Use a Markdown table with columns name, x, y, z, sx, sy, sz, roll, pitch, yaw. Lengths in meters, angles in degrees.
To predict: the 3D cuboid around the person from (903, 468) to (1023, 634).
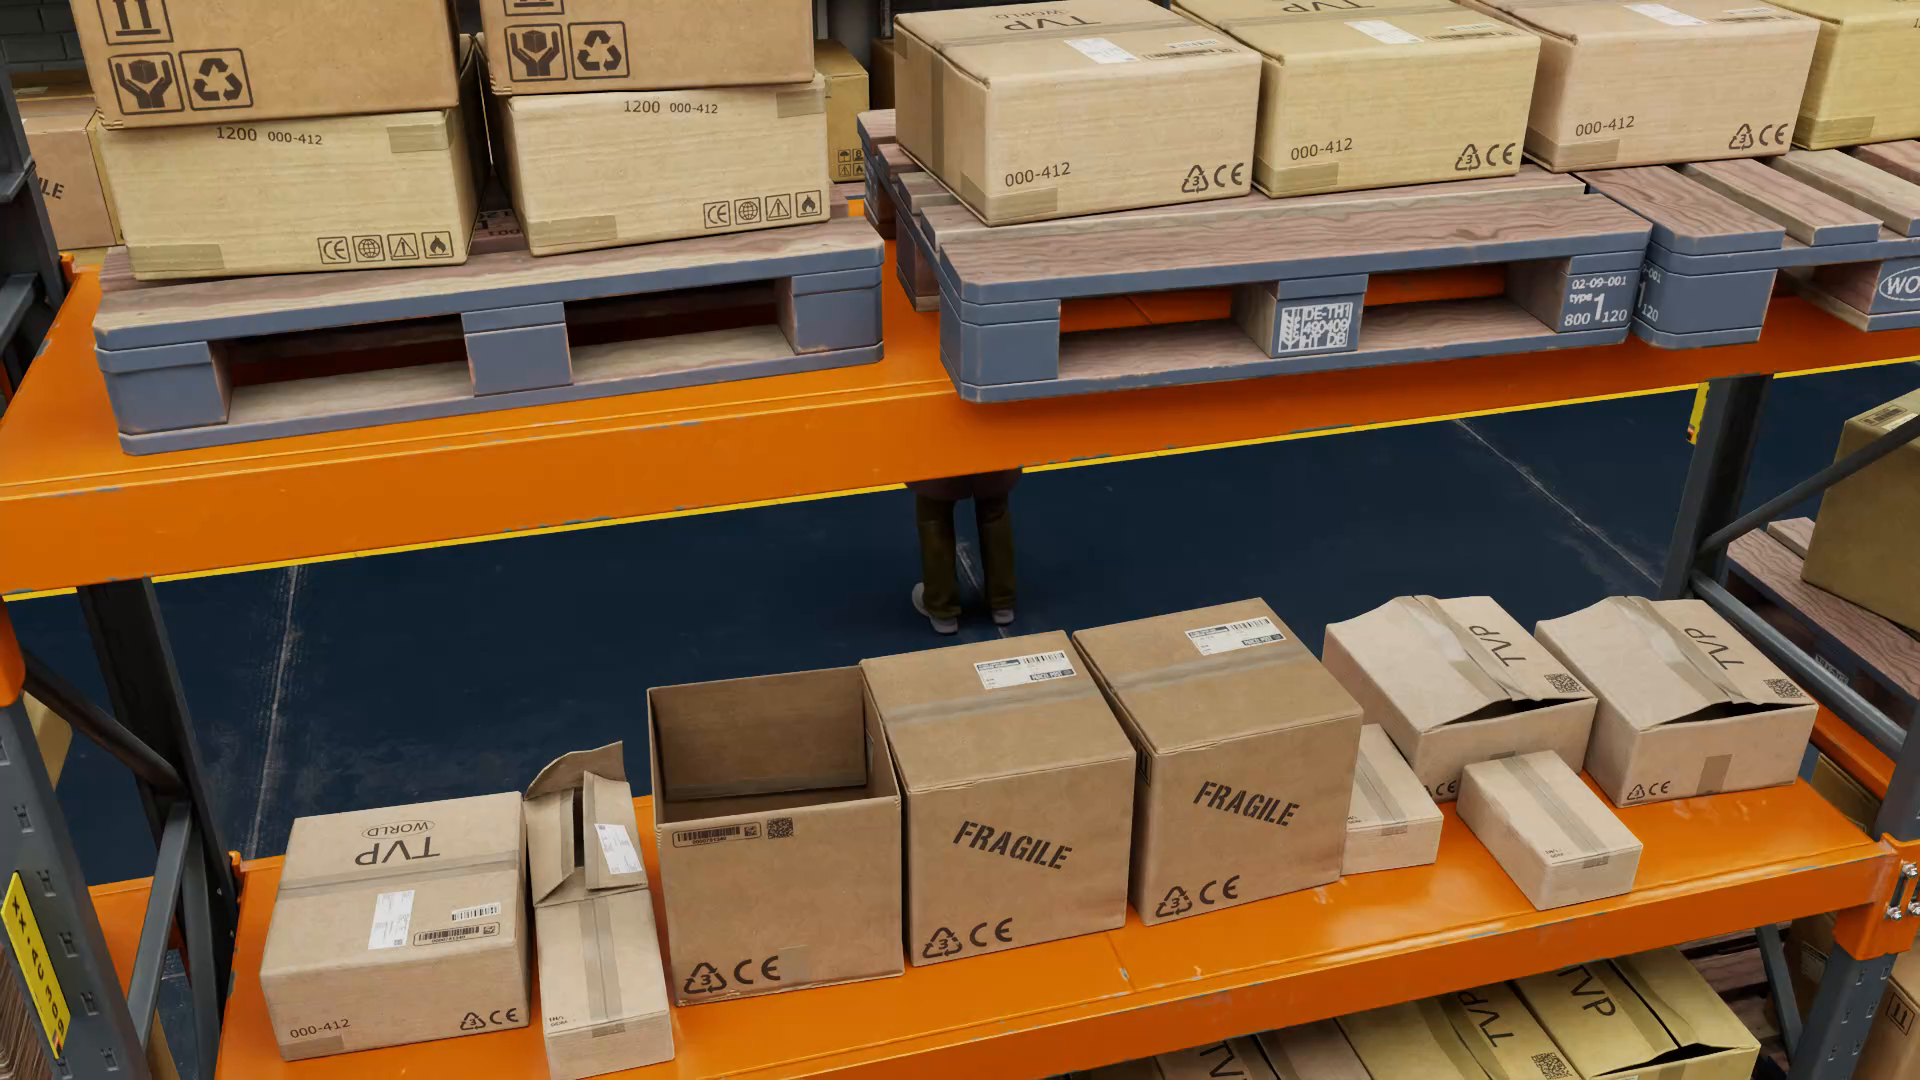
| name | x | y | z | sx | sy | sz | roll | pitch | yaw |
| --- | --- | --- | --- | --- | --- | --- | --- | --- | --- |
| person | 0.003 | -0.463 | 6.942 | 0.575 | 1.782 | 0.467 | -8 | 31 | -14 |
